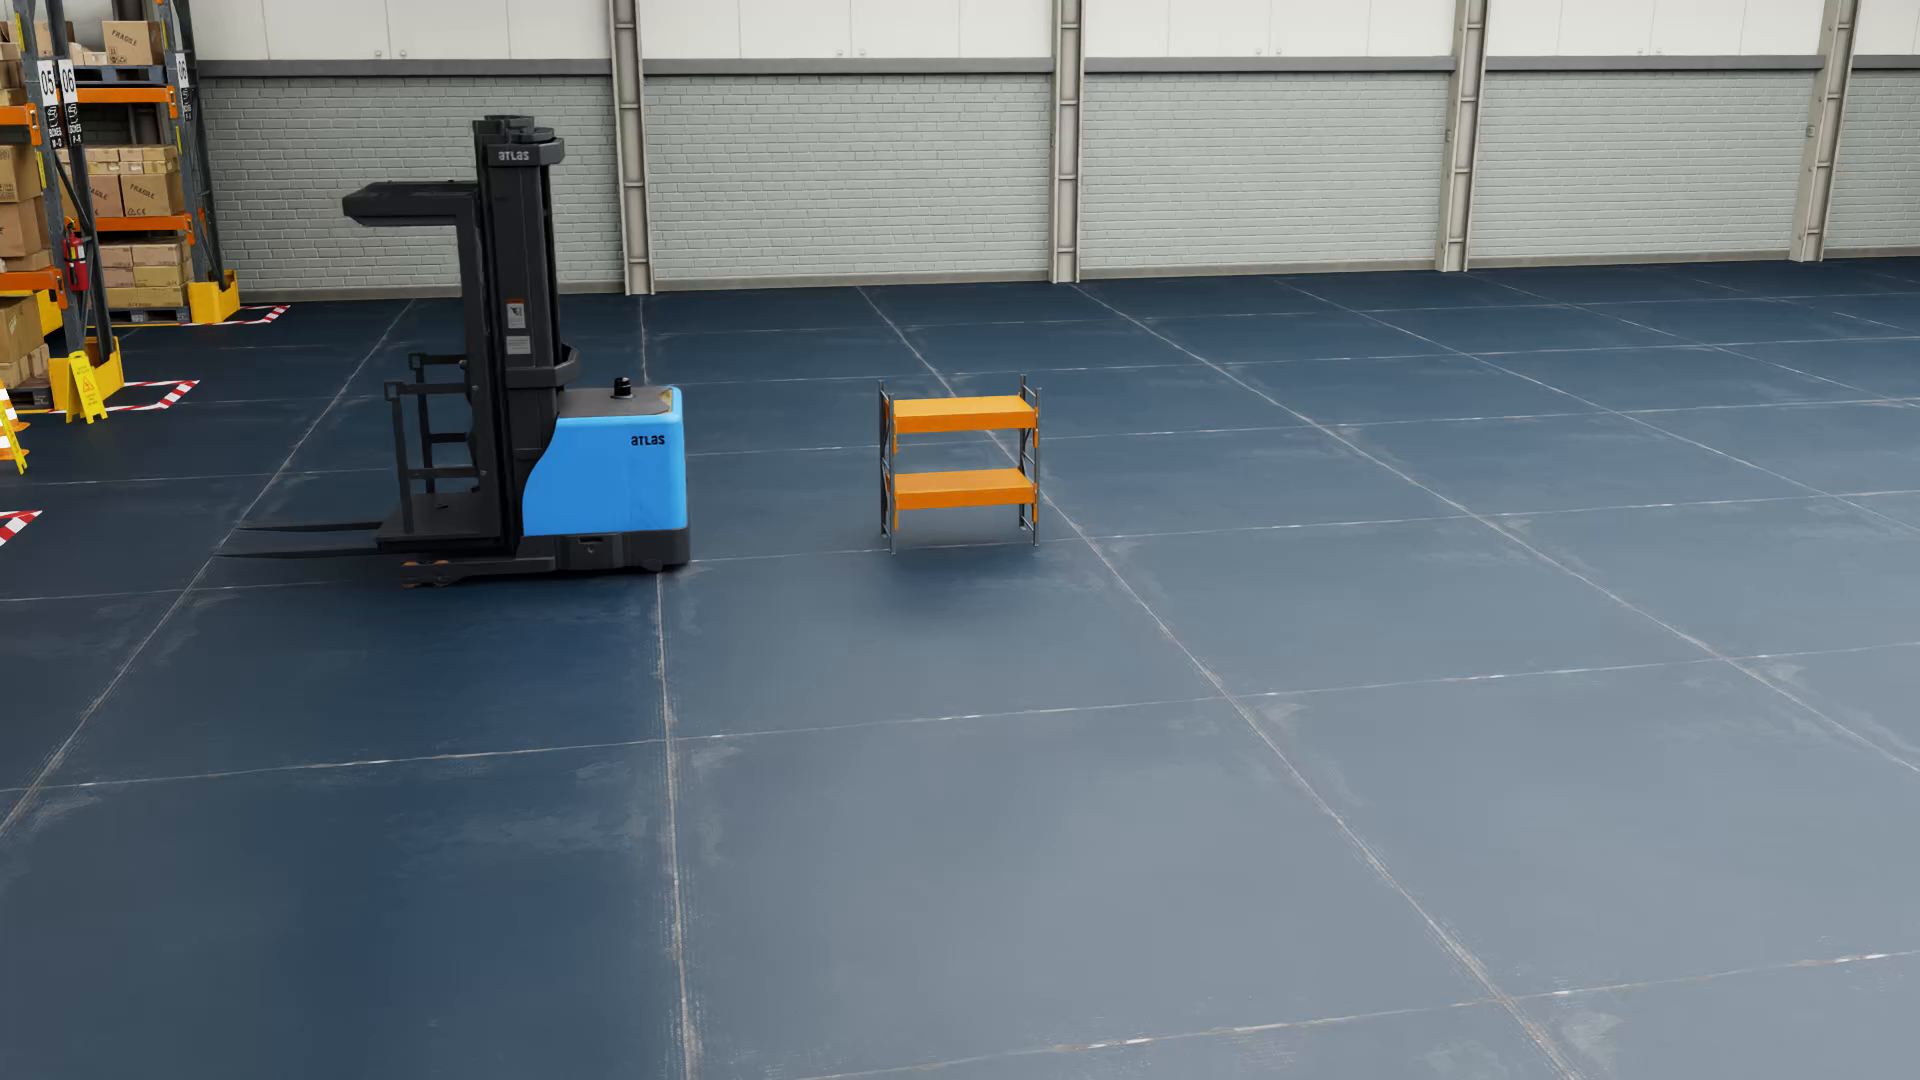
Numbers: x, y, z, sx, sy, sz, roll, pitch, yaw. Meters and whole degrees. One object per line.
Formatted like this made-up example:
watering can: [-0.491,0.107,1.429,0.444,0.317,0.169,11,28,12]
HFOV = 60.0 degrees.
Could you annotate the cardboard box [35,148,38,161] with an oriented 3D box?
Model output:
cardboard box: [-10.980,-4.592,19.873,0.250,0.149,0.380,-3,17,-9]

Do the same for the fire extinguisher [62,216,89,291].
fire extinguisher: [-8.289,-2.679,15.557,0.183,0.674,0.296,-3,17,-10]

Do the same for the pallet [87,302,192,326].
pallet: [-10.177,-2.885,20.847,1.213,0.211,1.003,-3,17,-10]

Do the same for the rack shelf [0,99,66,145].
rack shelf: [-10.453,-3.821,15.260,4.000,0.370,1.077,-3,17,-10]

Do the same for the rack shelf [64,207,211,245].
rack shelf: [-11.398,-3.818,20.358,4.000,0.370,1.077,-3,17,-10]

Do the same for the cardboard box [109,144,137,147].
cardboard box: [-10.324,-4.792,20.524,0.250,0.149,0.380,-3,17,-9]

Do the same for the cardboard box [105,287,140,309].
cardboard box: [-10.326,-3.017,20.494,0.500,0.250,0.500,-3,17,-10]

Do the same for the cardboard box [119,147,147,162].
cardboard box: [-9.982,-4.670,20.125,0.250,0.149,0.380,-3,17,-10]

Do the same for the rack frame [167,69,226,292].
rack frame: [-9.434,-4.273,20.615,0.127,3.000,1.000,-3,17,-10]

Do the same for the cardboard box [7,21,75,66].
cardboard box: [-10.847,-5.880,19.683,0.500,0.500,0.700,-3,17,-10]

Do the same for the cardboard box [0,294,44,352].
cardboard box: [-9.357,-2.120,16.297,0.500,0.500,0.500,-4,17,-12]

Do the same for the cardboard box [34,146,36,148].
cardboard box: [-11.329,-4.738,20.348,0.250,0.149,0.380,-3,17,-10]

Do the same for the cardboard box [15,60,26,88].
cardboard box: [-9.033,-4.396,15.654,0.500,0.250,0.500,-4,17,-11]

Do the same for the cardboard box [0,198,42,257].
cardboard box: [-8.970,-2.923,15.542,0.500,0.500,0.500,-4,17,-11]

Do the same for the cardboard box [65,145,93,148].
cardboard box: [-10.824,-4.761,20.422,0.250,0.149,0.380,-3,17,-9]

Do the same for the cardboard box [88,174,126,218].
cardboard box: [-10.379,-4.192,20.179,0.500,0.500,0.500,-3,17,-9]

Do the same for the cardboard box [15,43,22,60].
cardboard box: [-8.877,-4.576,15.563,0.250,0.149,0.380,-3,17,-11]

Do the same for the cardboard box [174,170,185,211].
cardboard box: [-9.973,-4.373,20.771,0.500,0.500,0.500,-3,17,-9]

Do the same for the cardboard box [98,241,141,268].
cardboard box: [-10.327,-3.492,20.336,0.500,0.250,0.500,-3,17,-9]

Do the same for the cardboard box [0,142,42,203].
cardboard box: [-8.949,-3.419,15.454,0.500,0.500,0.700,-4,17,-12]

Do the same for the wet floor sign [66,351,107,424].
wet floor sign: [-8.099,-1.419,15.333,0.232,0.644,0.267,3,17,9]

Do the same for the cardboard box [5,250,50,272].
cardboard box: [-8.816,-2.640,15.725,0.250,0.149,0.380,-3,17,-9]

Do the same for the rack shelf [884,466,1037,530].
rack shelf: [-0.007,-0.304,11.717,1.000,0.278,0.538,-3,17,-10]

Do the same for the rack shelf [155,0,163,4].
rack shelf: [-11.398,-6.494,19.536,4.000,0.370,1.077,-3,17,-10]

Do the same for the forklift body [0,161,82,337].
forklift body: [-10.950,-3.236,18.684,1.214,2.155,2.313,-3,17,-10]

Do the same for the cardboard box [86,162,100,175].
cardboard box: [-10.479,-4.501,20.081,0.250,0.149,0.380,-3,17,-11]

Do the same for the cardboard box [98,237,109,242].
cardboard box: [-10.925,-3.612,20.726,0.500,0.250,0.500,-3,17,-11]

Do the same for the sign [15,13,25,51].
sign: [-8.403,-4.538,14.862,0.005,0.325,0.100,-3,17,-10]

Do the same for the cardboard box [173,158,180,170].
cardboard box: [-9.816,-4.687,20.687,0.250,0.149,0.380,-4,17,-12]

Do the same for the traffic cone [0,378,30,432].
traffic cone: [-8.666,-1.234,15.041,0.334,0.463,0.336,-3,17,-10]

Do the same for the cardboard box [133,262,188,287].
cardboard box: [-9.853,-3.281,20.502,0.500,0.250,0.500,-3,17,-11]

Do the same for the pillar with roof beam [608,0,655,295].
pillar with roof beam: [-3.581,-6.455,17.502,0.400,9.000,9.100,-3,17,-10]

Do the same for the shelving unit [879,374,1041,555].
shelving unit: [-0.007,-0.537,11.645,1.048,1.125,0.538,-3,17,-10]

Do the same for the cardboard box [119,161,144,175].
cardboard box: [-9.967,-4.508,20.105,0.250,0.149,0.380,-3,17,-10]

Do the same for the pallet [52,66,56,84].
pallet: [-11.334,-5.564,19.859,1.213,0.211,1.003,-3,17,-10]

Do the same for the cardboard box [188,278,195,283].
cardboard box: [-9.954,-3.188,21.052,0.500,0.250,0.500,-3,17,-10]

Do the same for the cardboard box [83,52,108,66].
cardboard box: [-10.190,-5.702,19.700,0.250,0.149,0.380,-4,17,-12]

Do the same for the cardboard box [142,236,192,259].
cardboard box: [-9.942,-3.665,20.901,0.500,0.250,0.500,-4,17,-11]

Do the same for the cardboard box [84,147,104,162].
cardboard box: [-10.493,-4.655,20.077,0.250,0.149,0.380,-3,17,-10]

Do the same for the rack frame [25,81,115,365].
rack frame: [-8.489,-2.842,15.957,0.127,3.000,1.000,-3,17,-10]

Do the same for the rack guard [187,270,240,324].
rack guard: [-9.411,-3.080,20.987,0.348,0.500,1.175,-3,17,-10]

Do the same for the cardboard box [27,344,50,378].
cardboard box: [-9.333,-1.764,16.412,0.500,0.250,0.500,-3,17,-11]

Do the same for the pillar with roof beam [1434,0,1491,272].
pillar with roof beam: [8.201,-7.123,19.678,0.400,9.000,9.100,-3,17,-10]

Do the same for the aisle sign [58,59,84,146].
aisle sign: [-8.487,-4.178,15.878,0.004,0.787,0.394,-3,17,-10]

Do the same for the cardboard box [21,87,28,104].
cardboard box: [-8.876,-4.231,15.798,0.250,0.149,0.380,-3,17,-10]

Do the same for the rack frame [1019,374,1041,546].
rack frame: [0.492,-0.566,11.738,0.032,1.125,0.500,-3,17,-10]

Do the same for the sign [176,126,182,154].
sign: [-9.345,-4.783,19.899,0.005,0.325,0.100,-3,17,-10]

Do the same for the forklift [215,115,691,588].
forklift: [-3.370,-1.258,10.915,3.031,2.935,1.130,-3,17,-9]

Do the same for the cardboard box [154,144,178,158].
cardboard box: [-9.805,-4.816,20.601,0.250,0.149,0.380,-4,17,-12]
